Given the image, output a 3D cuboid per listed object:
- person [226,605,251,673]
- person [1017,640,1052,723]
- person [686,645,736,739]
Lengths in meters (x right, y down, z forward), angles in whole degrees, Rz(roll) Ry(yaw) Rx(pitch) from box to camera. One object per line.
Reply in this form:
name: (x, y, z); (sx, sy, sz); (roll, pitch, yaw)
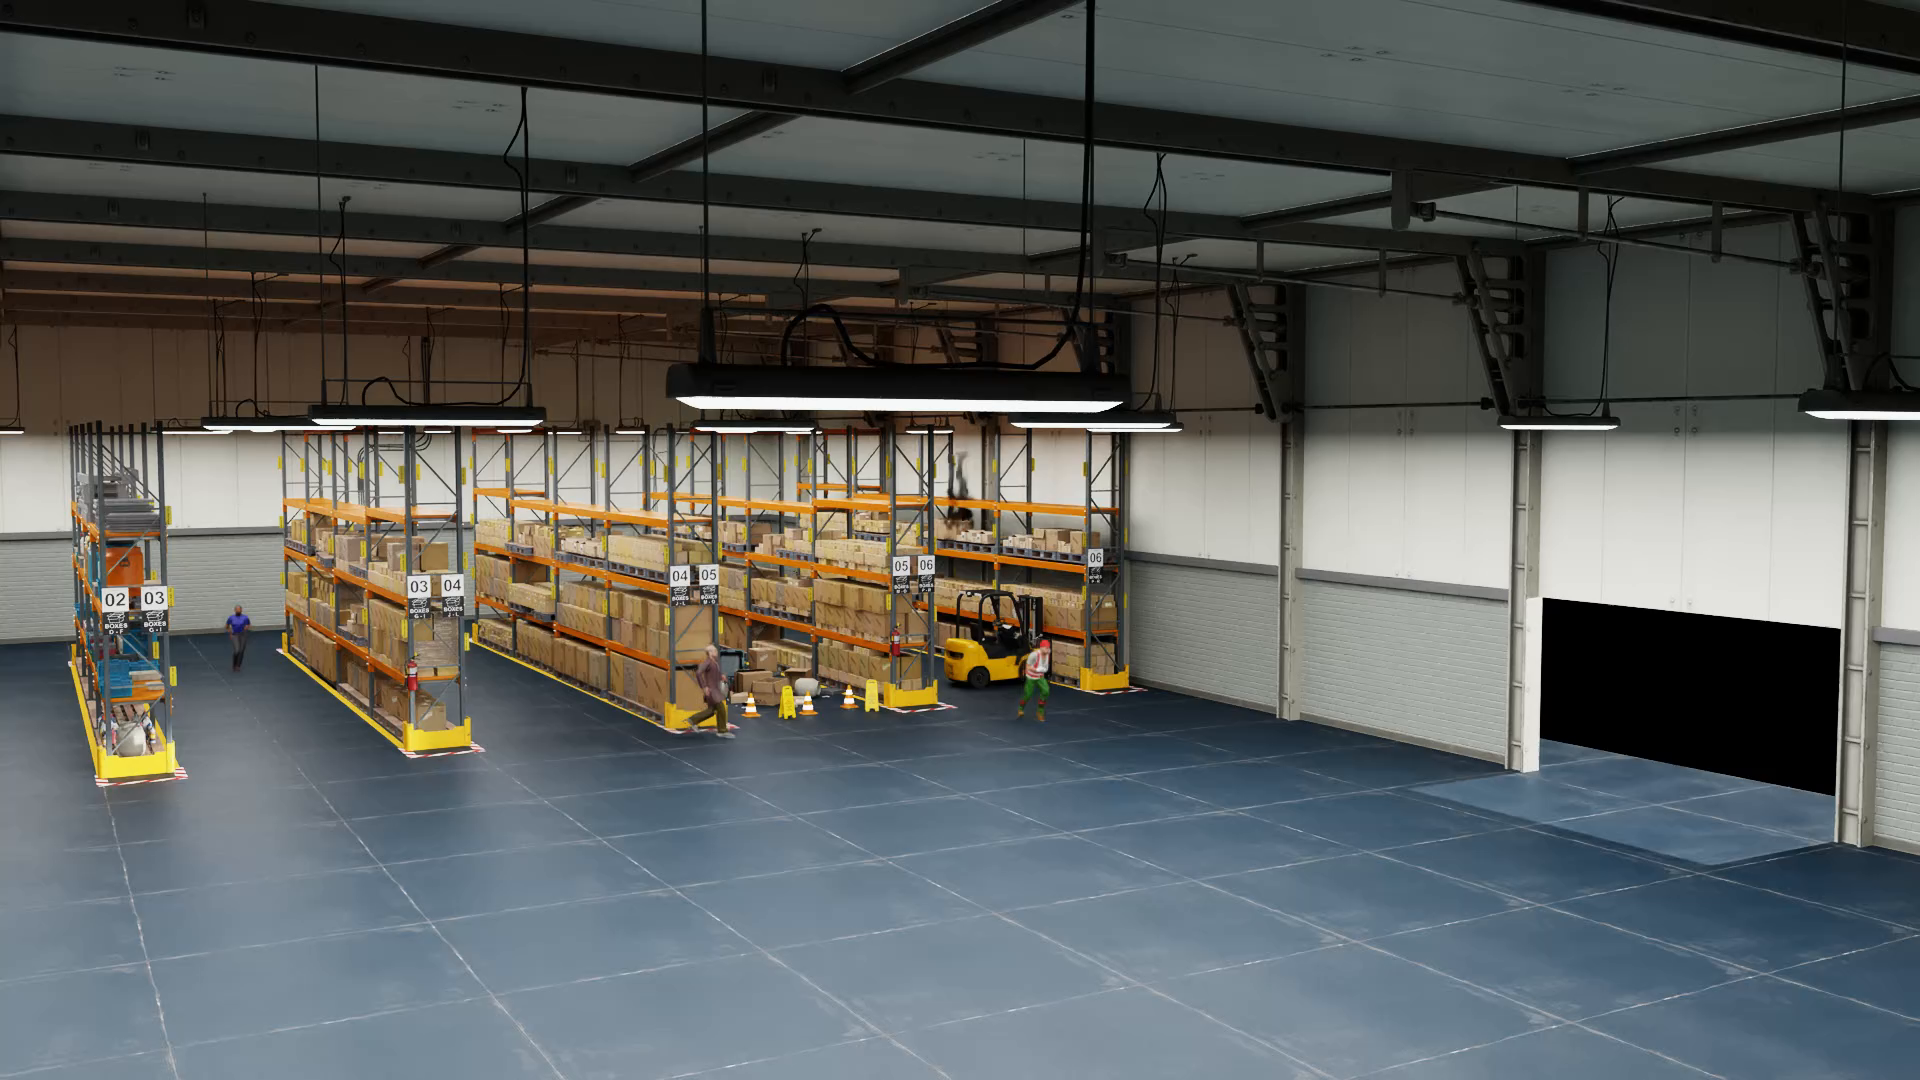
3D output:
person: (-17.545, 2.413, 40.492); (0.551, 1.670, 0.667); (-2, 4, -30)
person: (1.518, 2.837, 33.594); (0.707, 1.711, 1.016); (-3, 4, -36)
person: (-4.752, 2.889, 31.656); (0.968, 1.775, 0.752); (0, 4, 1)
